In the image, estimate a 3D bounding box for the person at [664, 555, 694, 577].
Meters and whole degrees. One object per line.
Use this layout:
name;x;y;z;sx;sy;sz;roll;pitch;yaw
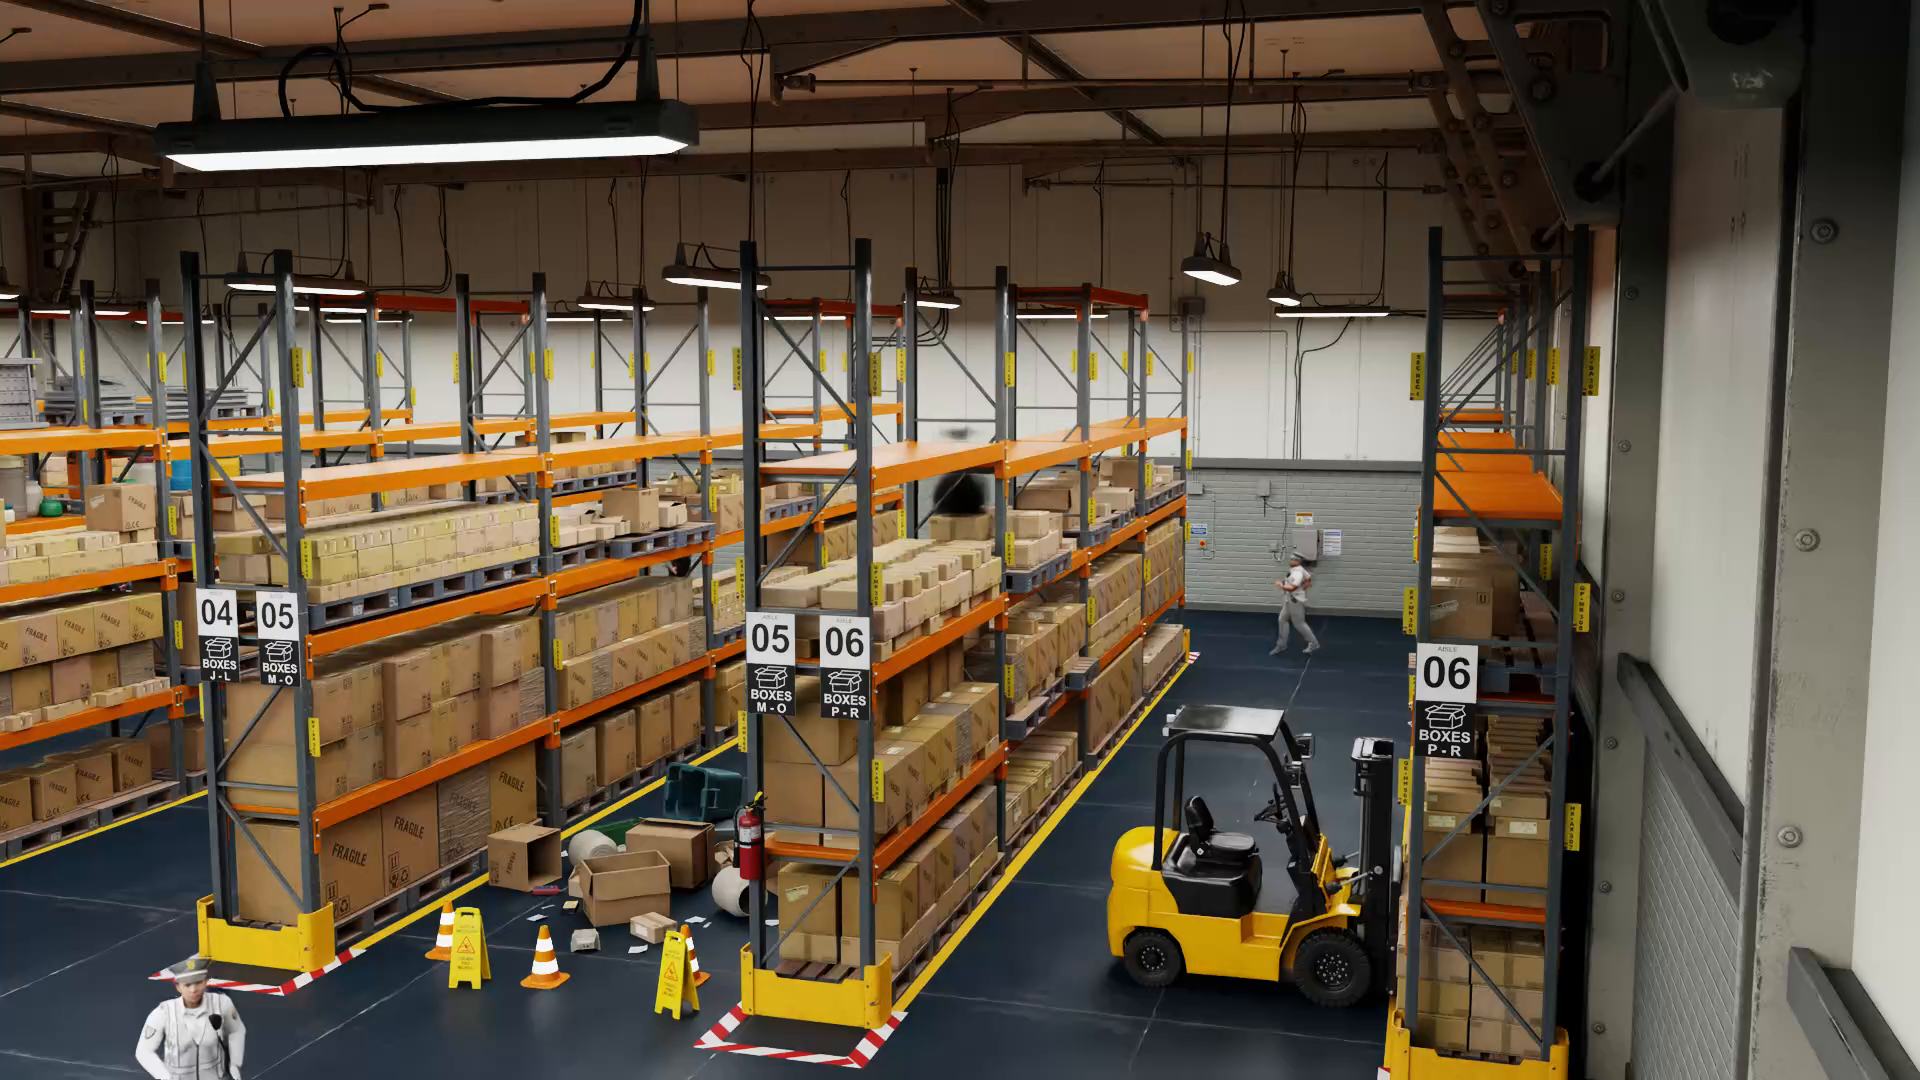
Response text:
person;-5.490;0.706;32.430;0.647;1.702;0.849;-4;8;-34

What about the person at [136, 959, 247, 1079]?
person;-4.621;3.251;10.026;0.616;1.640;0.637;-4;7;-31

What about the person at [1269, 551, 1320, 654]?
person;5.758;1.091;28.505;0.856;1.832;0.661;1;7;11
